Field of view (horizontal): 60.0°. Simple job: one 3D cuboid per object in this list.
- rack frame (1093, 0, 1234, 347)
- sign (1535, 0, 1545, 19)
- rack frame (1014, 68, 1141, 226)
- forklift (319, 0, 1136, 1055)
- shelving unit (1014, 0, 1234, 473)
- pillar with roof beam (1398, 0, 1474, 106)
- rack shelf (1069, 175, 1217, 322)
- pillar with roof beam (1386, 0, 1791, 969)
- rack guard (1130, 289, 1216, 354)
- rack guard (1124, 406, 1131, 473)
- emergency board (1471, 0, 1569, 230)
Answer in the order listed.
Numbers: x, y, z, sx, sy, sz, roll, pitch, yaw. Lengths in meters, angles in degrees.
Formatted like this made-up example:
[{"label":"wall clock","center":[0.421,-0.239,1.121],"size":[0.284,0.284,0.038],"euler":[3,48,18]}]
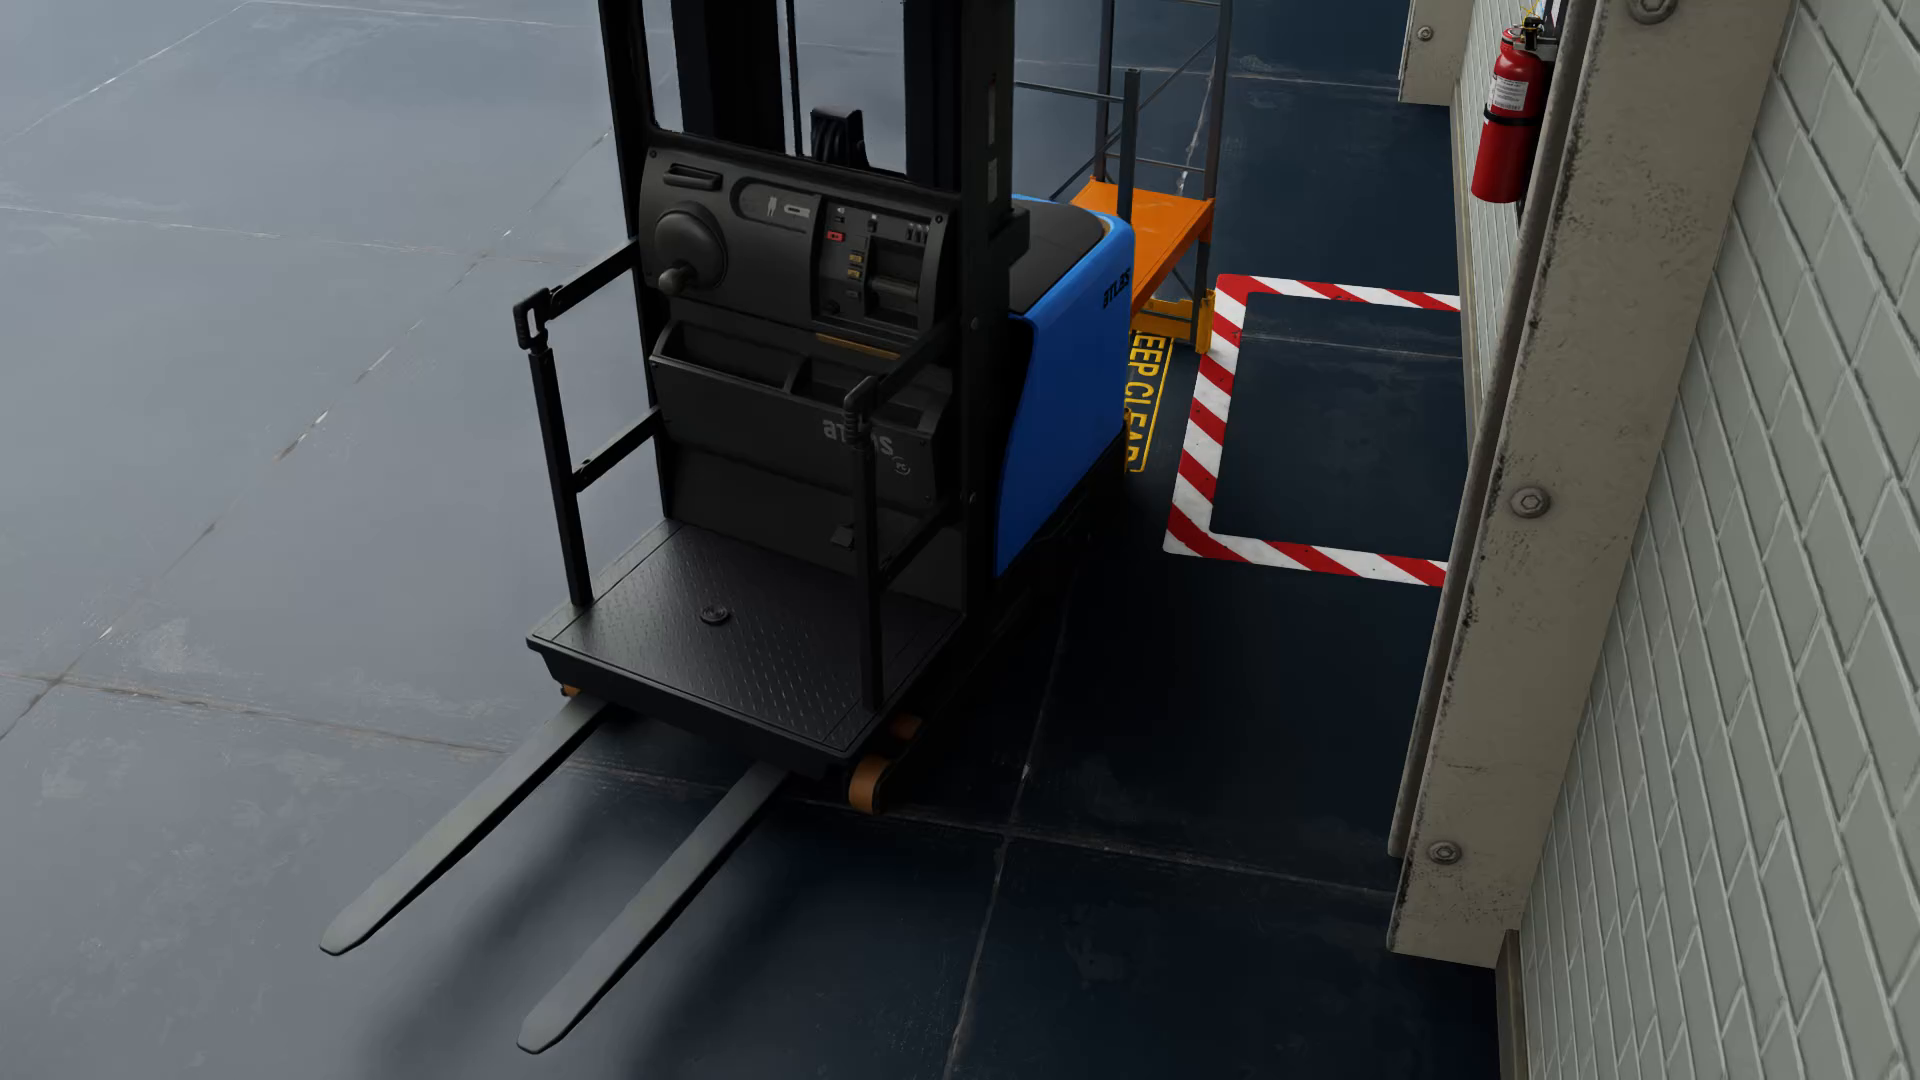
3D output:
[{"label":"rack frame","center":[0.762,-1.469,6.498],"size":[0.500,1.500,0.032],"euler":[15,39,20]},{"label":"sign","center":[2.078,-1.980,5.896],"size":[0.001,0.329,0.234],"euler":[7,37,10]},{"label":"rack frame","center":[0.337,-0.927,5.750],"size":[0.500,1.500,0.032],"euler":[15,39,20]},{"label":"forklift","center":[-0.551,-0.719,4.244],"size":[1.130,2.935,3.031],"euler":[17,39,22]},{"label":"shelving unit","center":[0.546,-1.193,6.118],"size":[0.587,1.500,1.083],"euler":[15,39,20]},{"label":"pillar with roof beam","center":[-1.630,-6.658,7.269],"size":[9.100,9.000,0.400],"euler":[7,37,10]},{"label":"rack shelf","center":[0.550,-1.052,6.230],"size":[0.538,0.185,1.000],"euler":[15,39,20]},{"label":"pillar with roof beam","center":[-2.912,-3.219,2.523],"size":[9.100,9.000,0.400],"euler":[7,37,10]},{"label":"rack guard","center":[0.754,-0.952,6.851],"size":[0.587,0.250,0.087],"euler":[15,39,20]},{"label":"rack guard","center":[0.338,-0.421,6.118],"size":[0.587,0.250,0.087],"euler":[15,39,20]},{"label":"emergency board","center":[1.859,-1.662,5.487],"size":[0.194,1.169,0.643],"euler":[7,37,10]}]
